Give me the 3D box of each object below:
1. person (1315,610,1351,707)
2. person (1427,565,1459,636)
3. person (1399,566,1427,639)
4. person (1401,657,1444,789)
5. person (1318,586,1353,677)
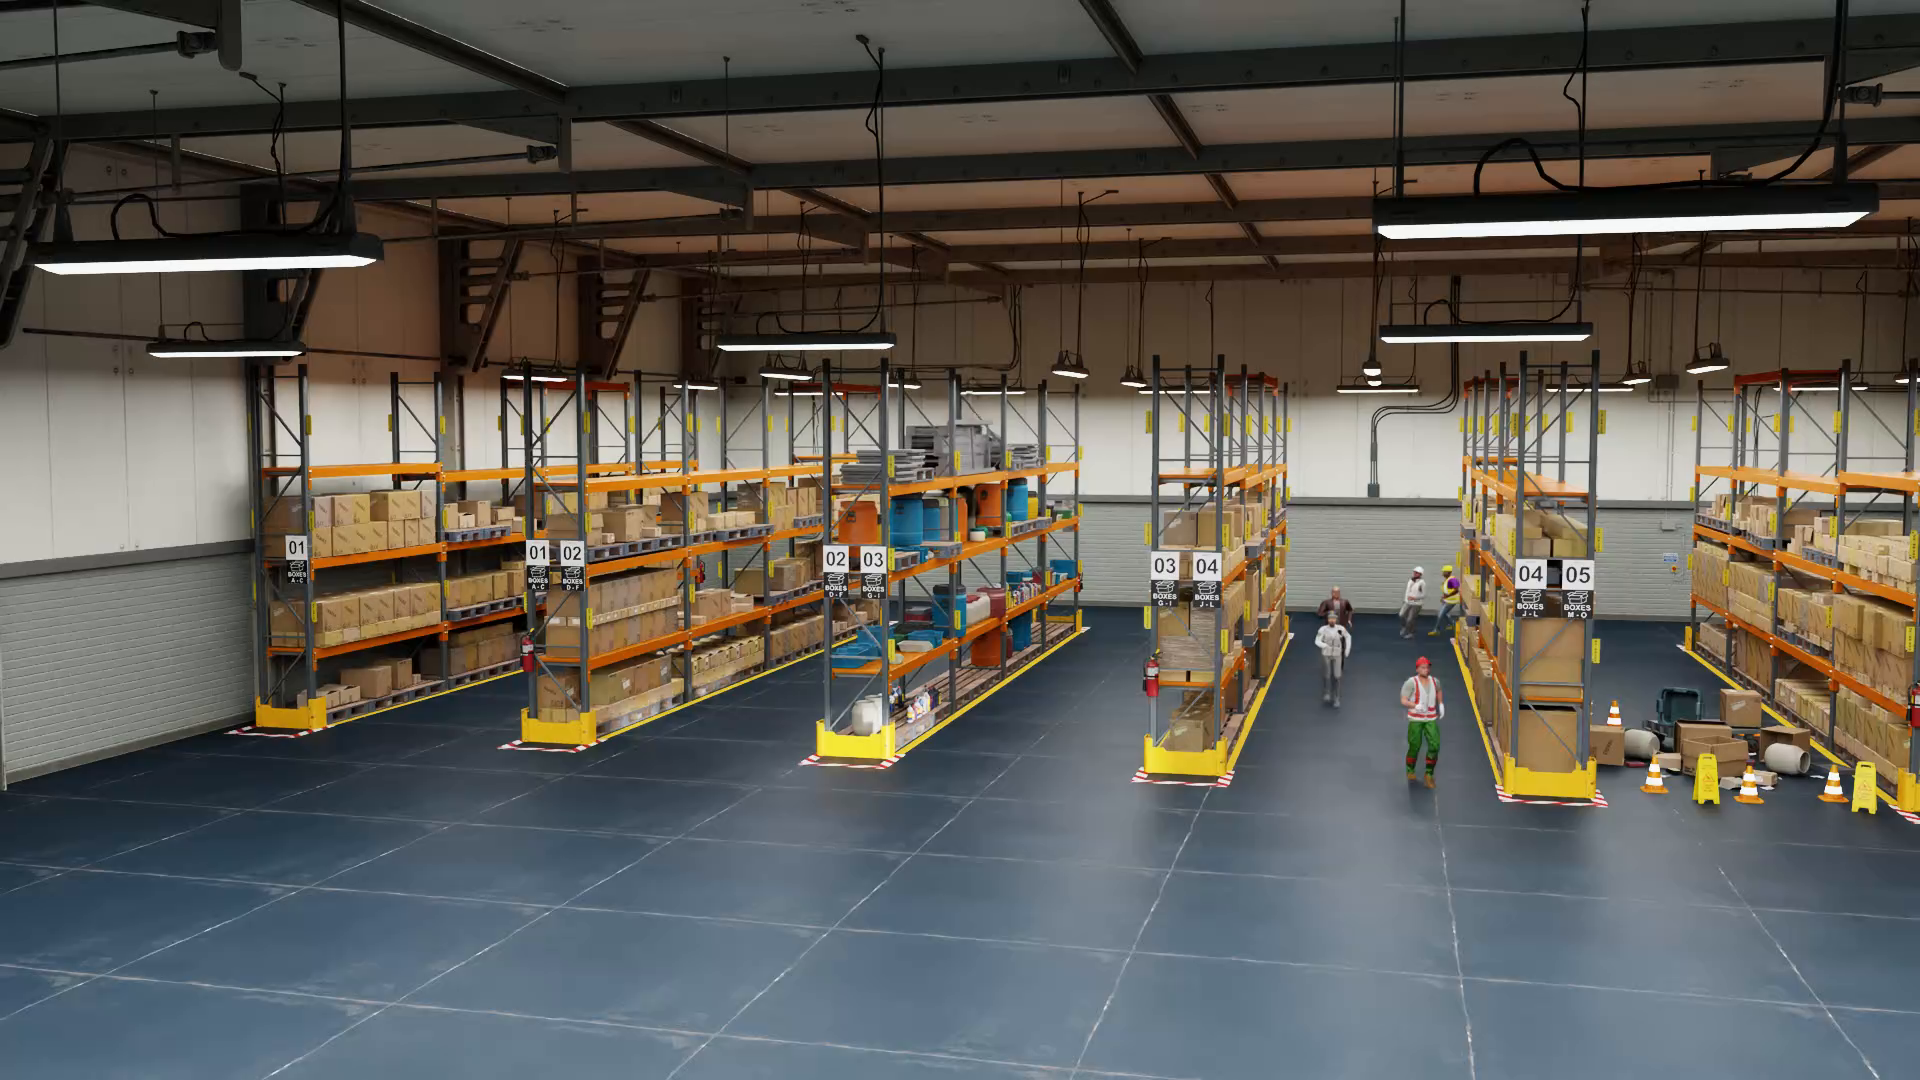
[{"bbox_3d":[6.672,2.124,29.760,0.627,1.763,0.729,1,4,12],"label":"person"},{"bbox_3d":[11.499,1.431,39.406,0.792,1.697,0.948,0,4,-3],"label":"person"},{"bbox_3d":[10.555,1.467,38.753,0.614,1.711,0.658,-3,5,-38],"label":"person"},{"bbox_3d":[6.423,2.540,23.039,0.680,1.851,0.742,0,4,-6],"label":"person"},{"bbox_3d":[7.487,1.800,33.166,0.705,1.759,1.067,1,4,10],"label":"person"}]
